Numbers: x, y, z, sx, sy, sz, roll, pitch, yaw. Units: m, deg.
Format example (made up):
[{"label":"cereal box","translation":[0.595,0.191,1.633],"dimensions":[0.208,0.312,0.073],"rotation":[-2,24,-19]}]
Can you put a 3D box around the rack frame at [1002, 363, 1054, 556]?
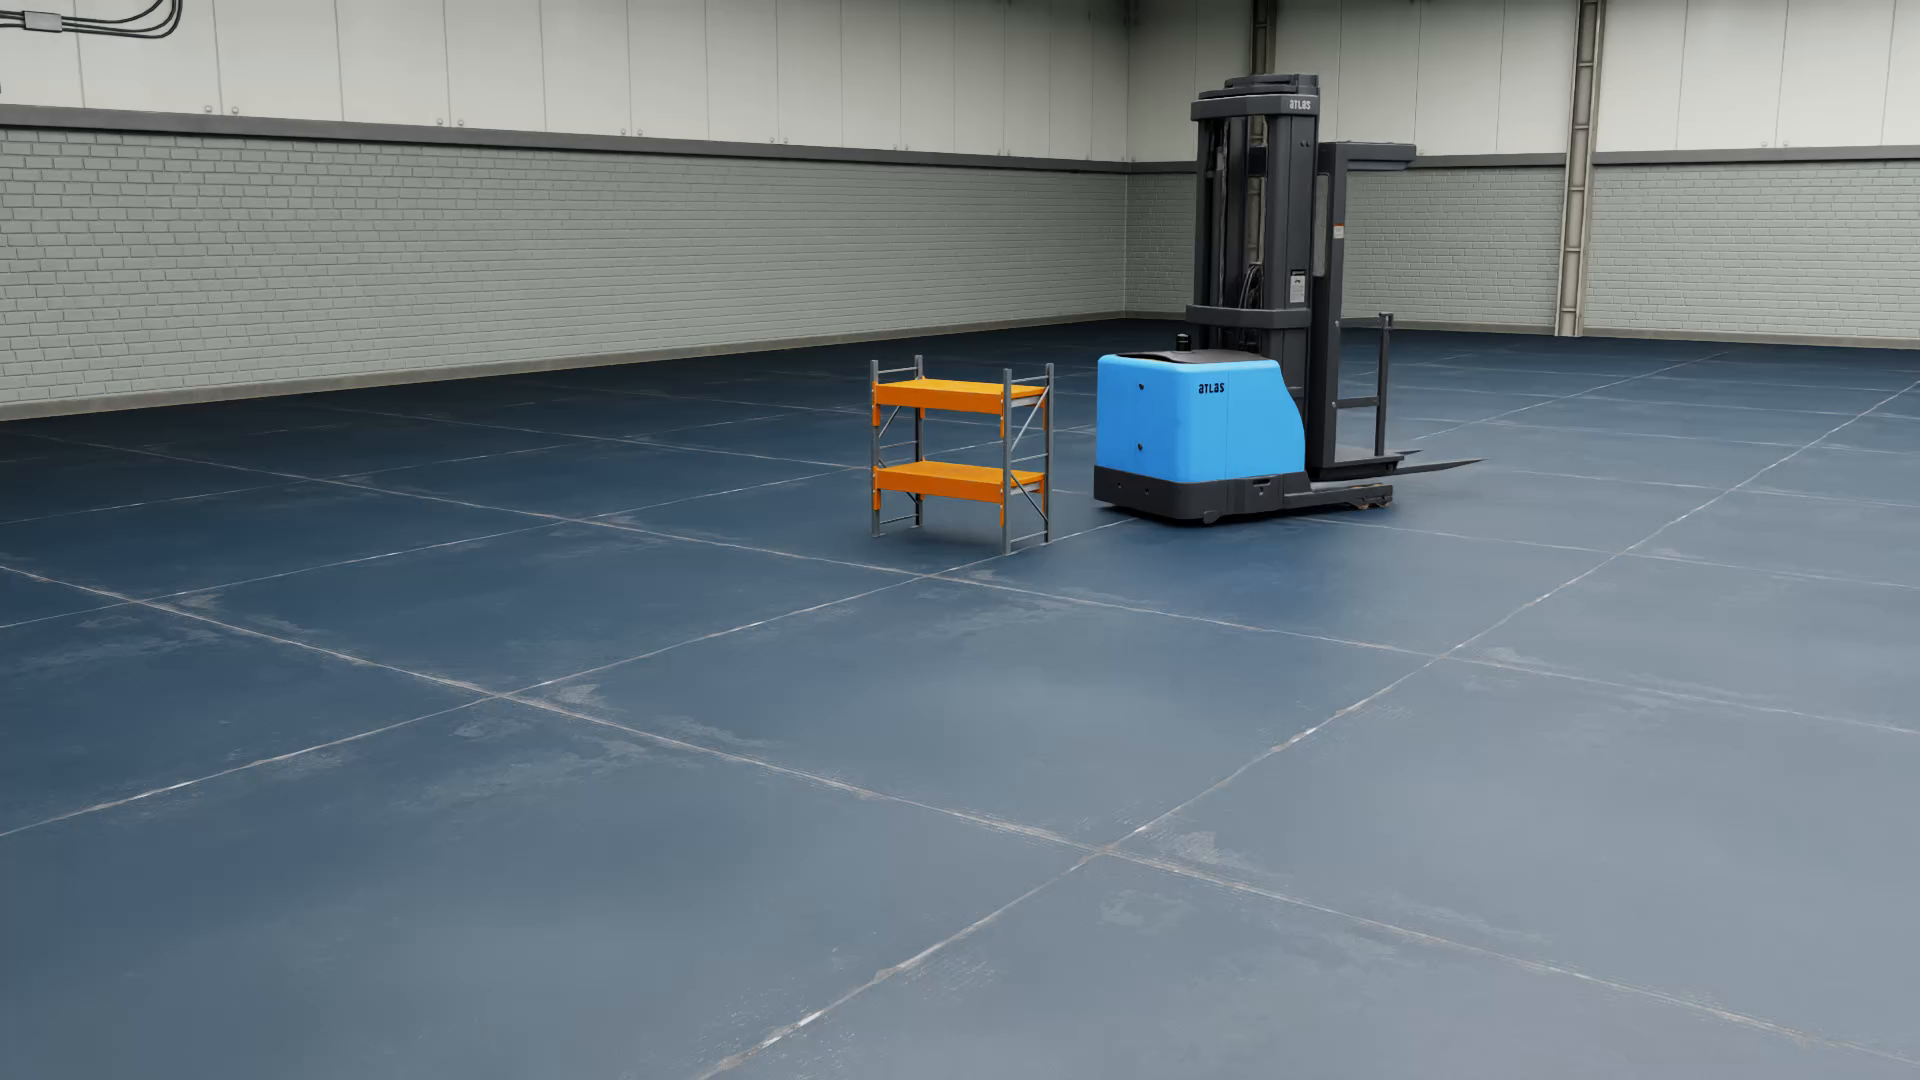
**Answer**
[{"label":"rack frame","translation":[0.415,-0.494,10.124],"dimensions":[0.032,1.125,0.500],"rotation":[8,13,36]}]

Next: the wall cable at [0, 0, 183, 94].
[{"label":"wall cable","translation":[-8.915,-7.453,16.408],"dimensions":[0.169,6.003,2.305],"rotation":[8,13,36]}]

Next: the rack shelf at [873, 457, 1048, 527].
[{"label":"rack shelf","translation":[0.005,-0.311,10.465],"dimensions":[1.000,0.278,0.538],"rotation":[8,13,36]}]

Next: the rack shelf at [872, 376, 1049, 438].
[{"label":"rack shelf","translation":[0.005,-0.839,10.363],"dimensions":[1.000,0.278,0.538],"rotation":[8,13,36]}]

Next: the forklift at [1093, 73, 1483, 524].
[{"label":"forklift","translation":[2.462,-1.729,11.750],"dimensions":[3.031,2.935,1.130],"rotation":[-7,13,-31]}]

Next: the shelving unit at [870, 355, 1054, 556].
[{"label":"shelving unit","translation":[0.005,-0.552,10.419],"dimensions":[1.048,1.125,0.538],"rotation":[8,13,36]}]

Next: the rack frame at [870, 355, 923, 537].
[{"label":"rack frame","translation":[-0.404,-0.609,10.714],"dimensions":[0.032,1.125,0.500],"rotation":[8,13,36]}]

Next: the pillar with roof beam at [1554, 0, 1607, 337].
[{"label":"pillar with roof beam","translation":[7.978,-7.287,24.503],"dimensions":[0.400,9.000,9.100],"rotation":[8,13,36]}]

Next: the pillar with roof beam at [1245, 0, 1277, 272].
[{"label":"pillar with roof beam","translation":[3.142,-7.961,27.990],"dimensions":[0.548,9.000,9.100],"rotation":[8,13,36]}]
